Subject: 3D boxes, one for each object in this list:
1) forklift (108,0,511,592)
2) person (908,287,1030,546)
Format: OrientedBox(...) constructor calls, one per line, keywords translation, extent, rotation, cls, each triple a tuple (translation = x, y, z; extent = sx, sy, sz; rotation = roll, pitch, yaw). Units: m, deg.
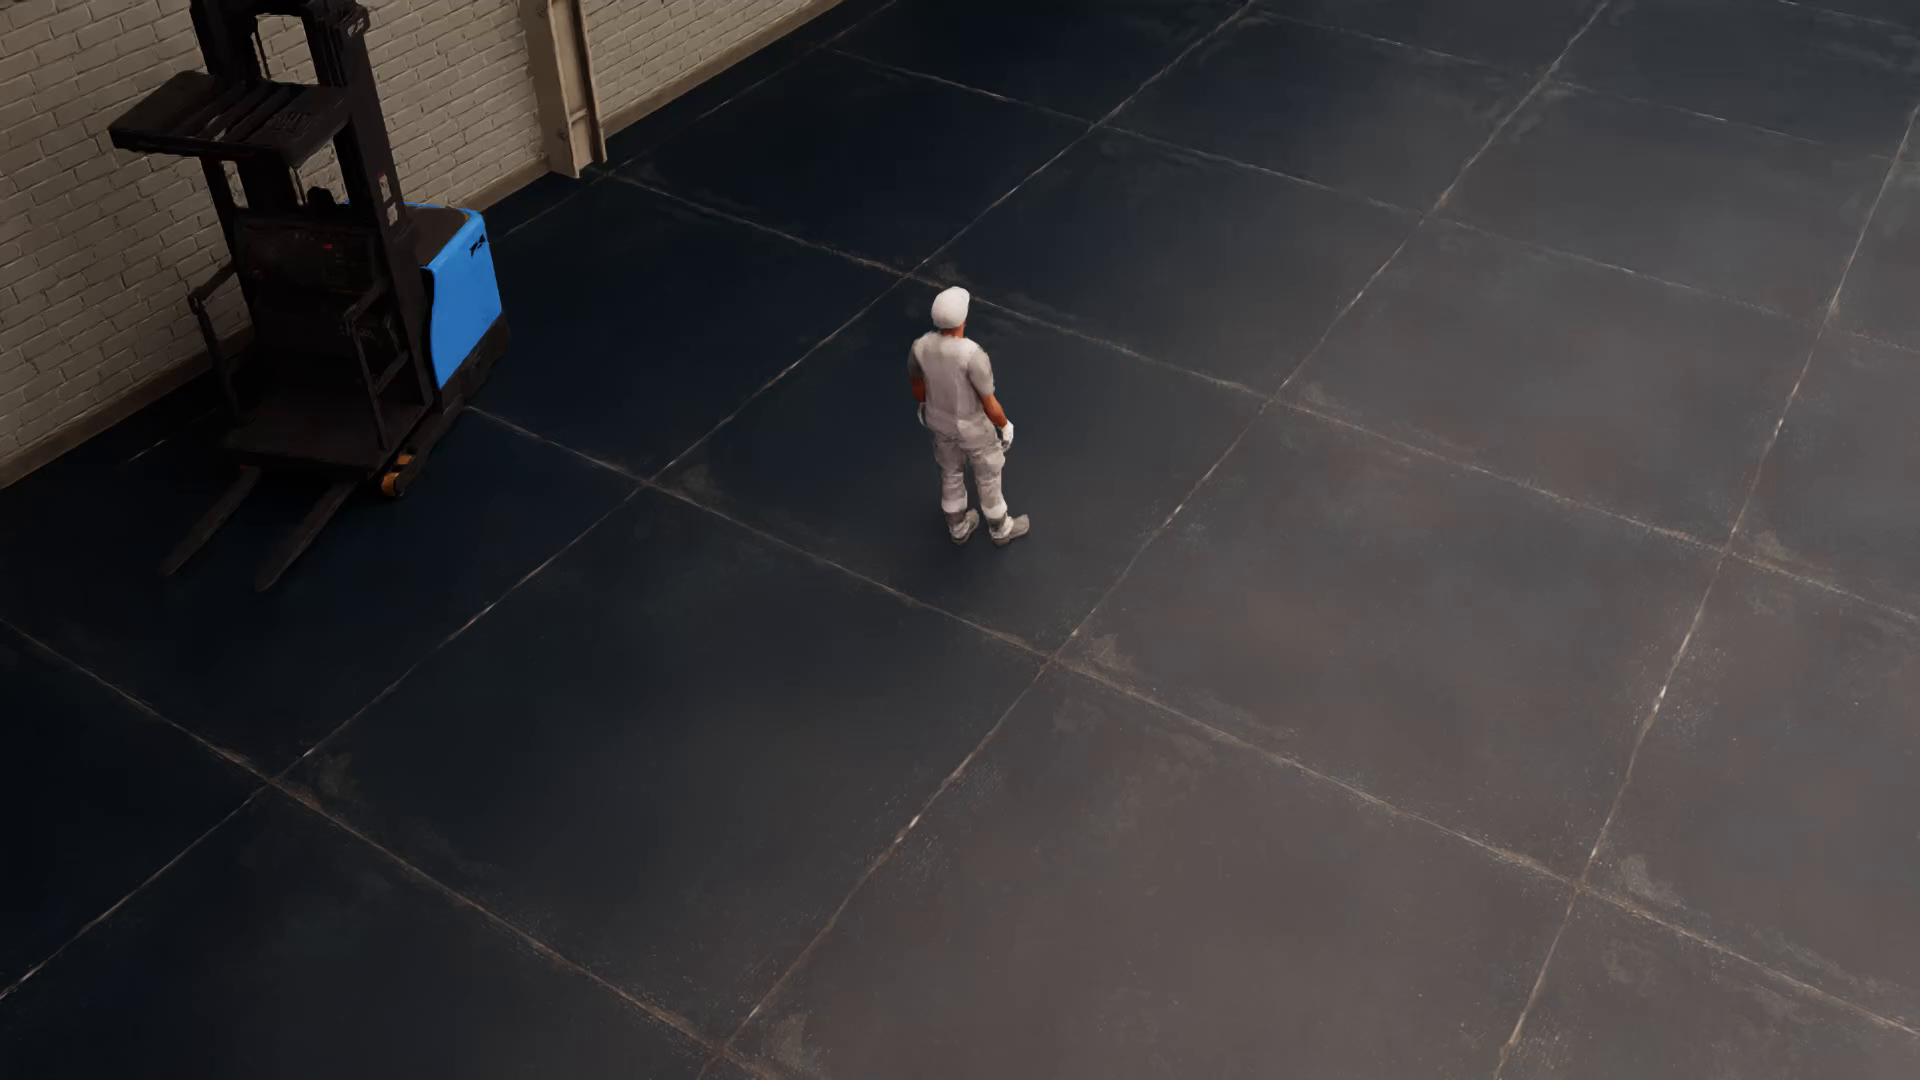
OrientedBox(translation=(-4.010, -1.657, 9.923), extent=(1.130, 2.935, 3.031), rotation=(8, 41, 9), cls="forklift")
OrientedBox(translation=(0.053, -0.728, 9.699), extent=(0.637, 1.787, 0.563), rotation=(22, 45, 24), cls="person")
